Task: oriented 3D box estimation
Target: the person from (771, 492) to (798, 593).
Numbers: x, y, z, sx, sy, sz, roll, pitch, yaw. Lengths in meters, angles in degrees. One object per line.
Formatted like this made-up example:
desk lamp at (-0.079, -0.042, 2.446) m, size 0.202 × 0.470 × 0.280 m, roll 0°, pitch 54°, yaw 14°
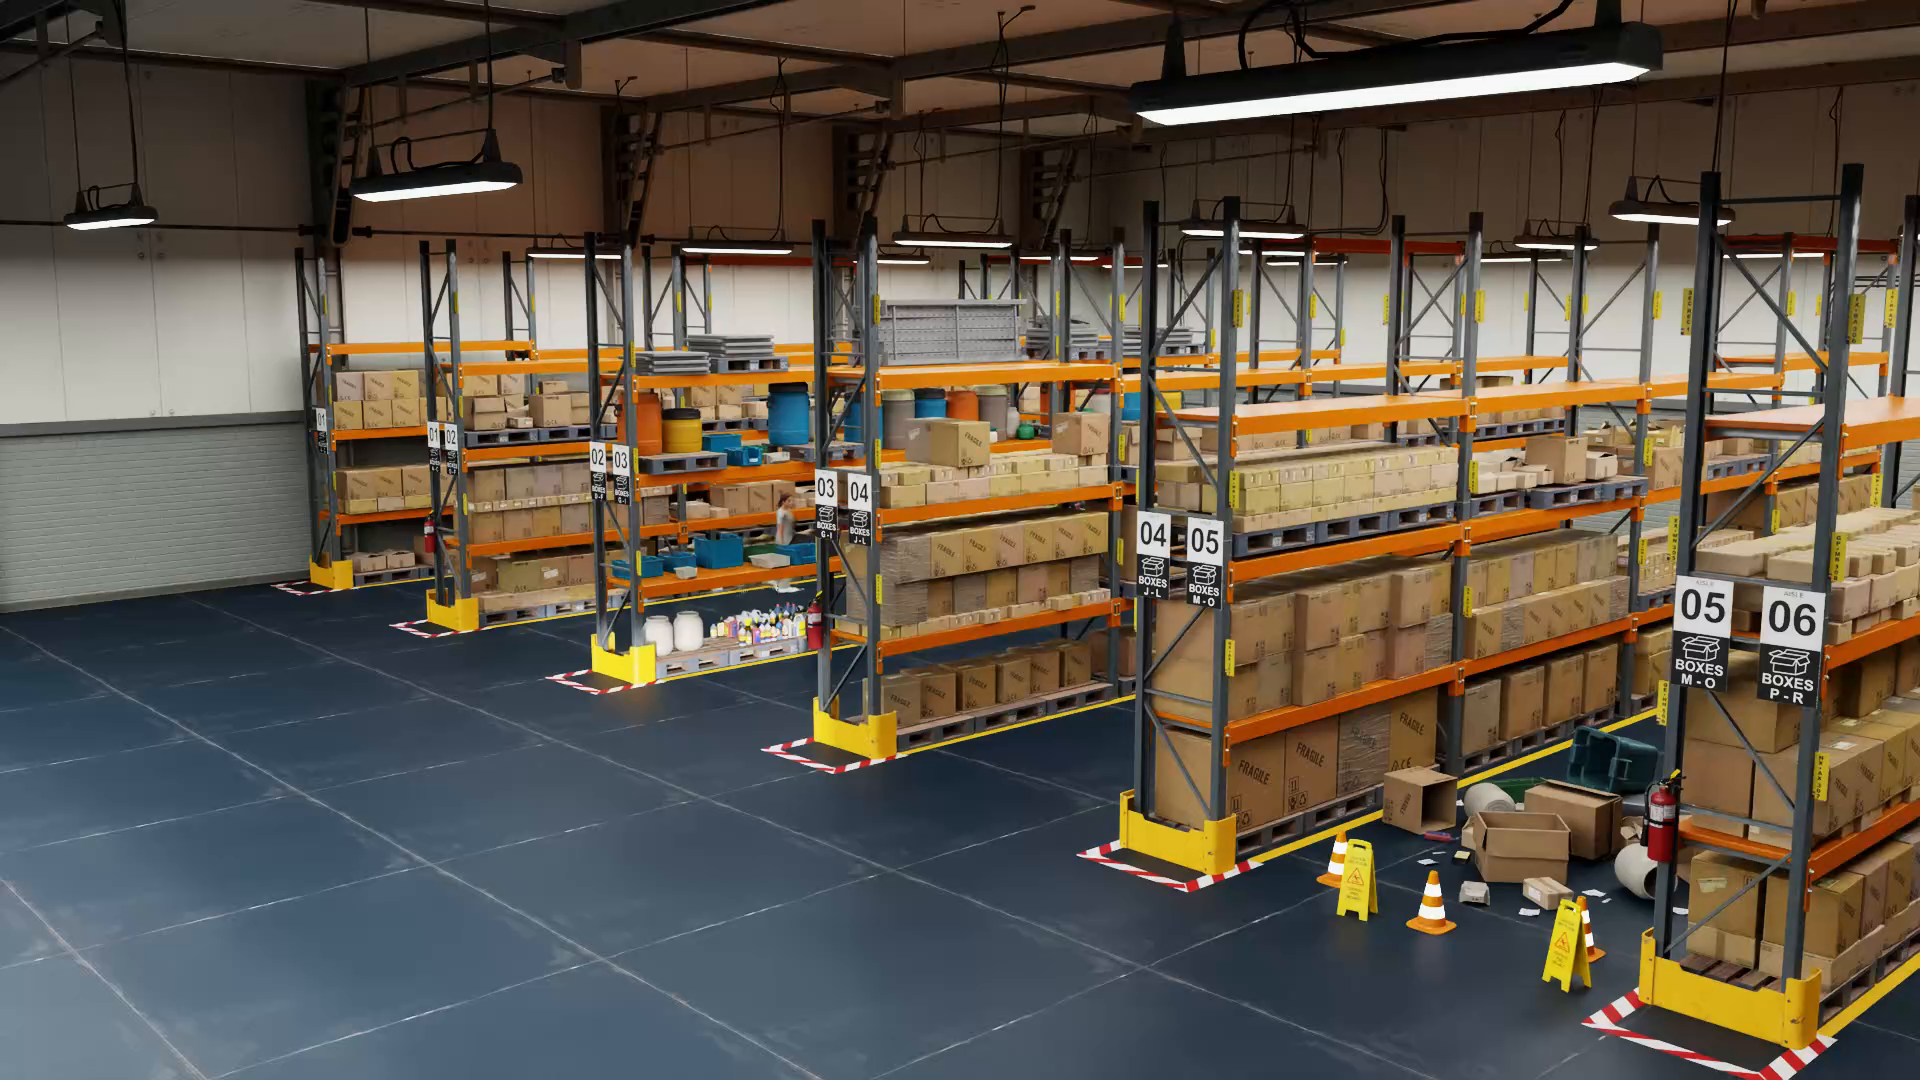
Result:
person at (-2.892, 0.050, 27.307) m, size 0.439 × 1.710 × 0.450 m, roll -1°, pitch 8°, yaw -8°
